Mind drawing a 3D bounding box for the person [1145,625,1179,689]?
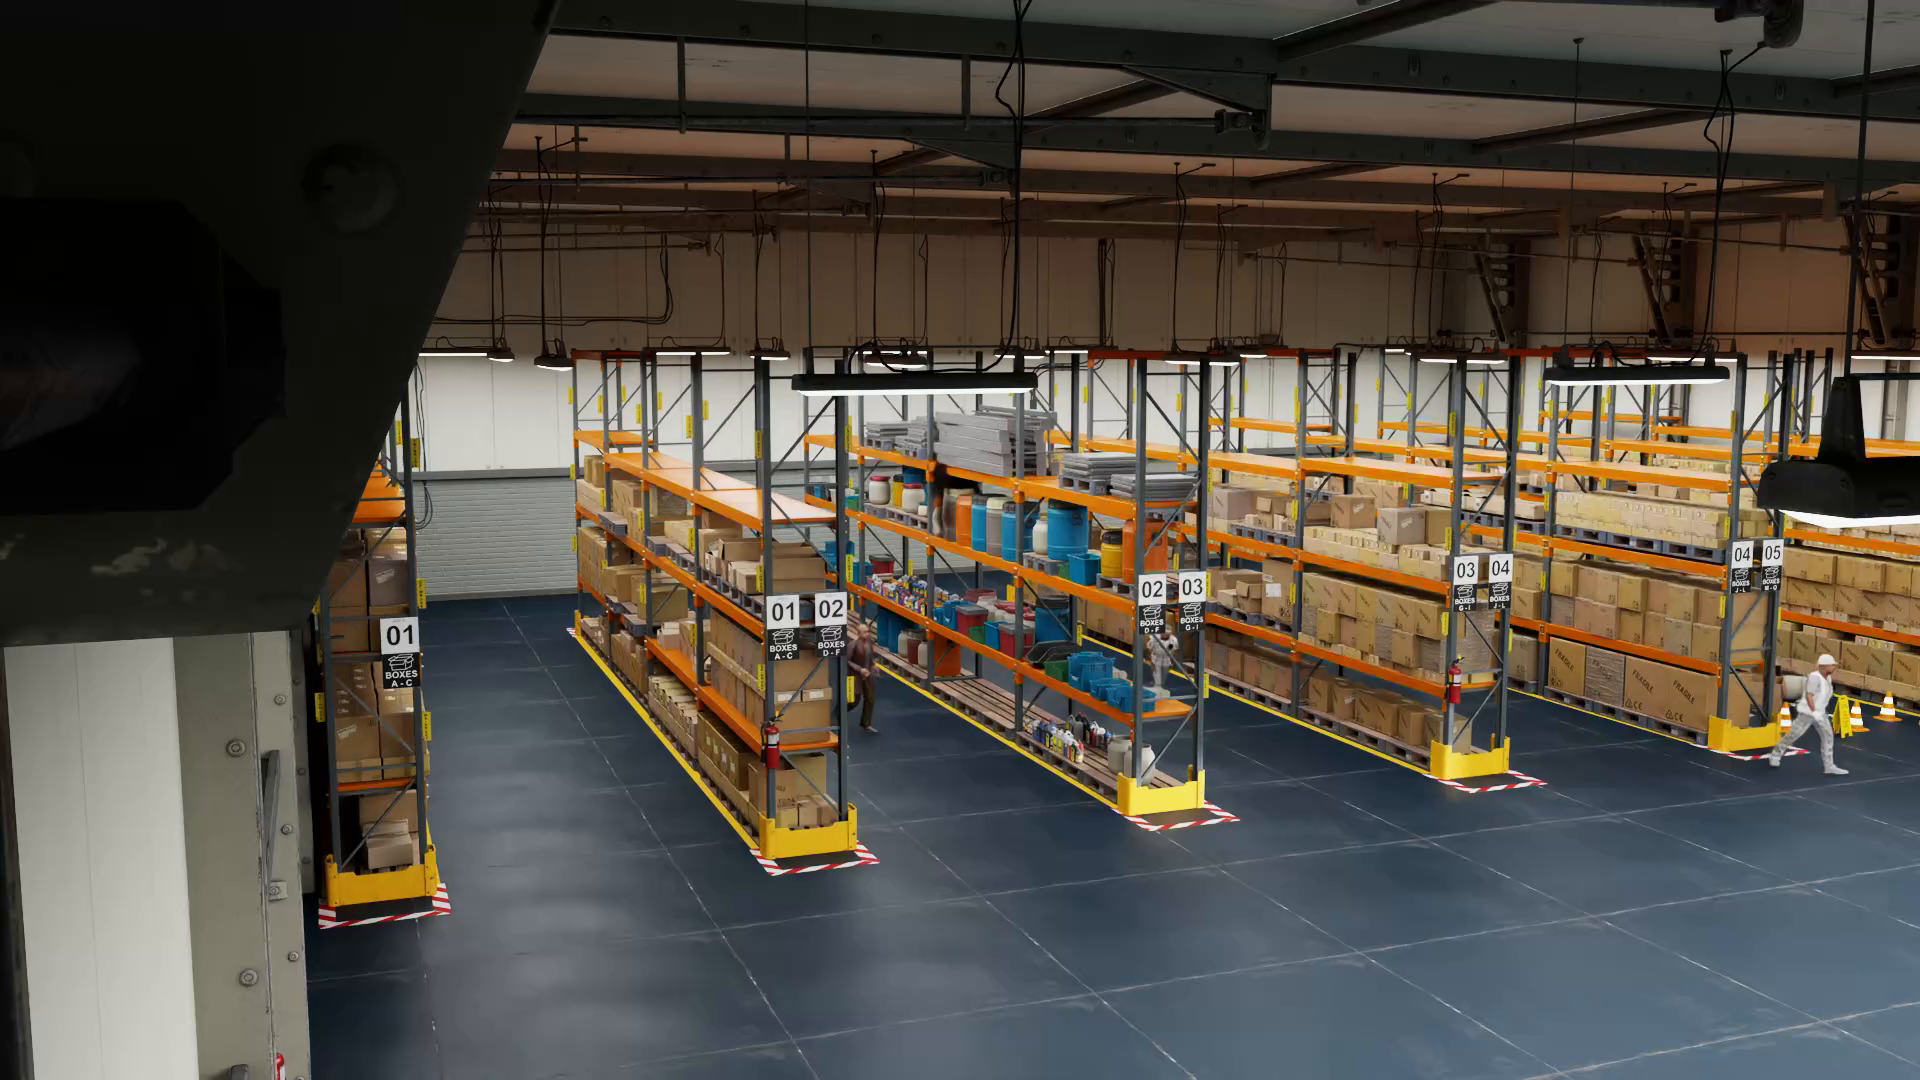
[{"bbox_3d":[3.397,2.112,28.169,0.570,1.490,0.969,-1,7,-8],"label":"person"}]

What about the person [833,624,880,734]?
[{"bbox_3d":[-1.669,2.183,26.509,0.700,1.741,0.923,-7,10,-43],"label":"person"}]

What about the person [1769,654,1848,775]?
[{"bbox_3d":[12.293,2.471,24.001,0.704,1.672,0.975,-6,9,-40],"label":"person"}]
